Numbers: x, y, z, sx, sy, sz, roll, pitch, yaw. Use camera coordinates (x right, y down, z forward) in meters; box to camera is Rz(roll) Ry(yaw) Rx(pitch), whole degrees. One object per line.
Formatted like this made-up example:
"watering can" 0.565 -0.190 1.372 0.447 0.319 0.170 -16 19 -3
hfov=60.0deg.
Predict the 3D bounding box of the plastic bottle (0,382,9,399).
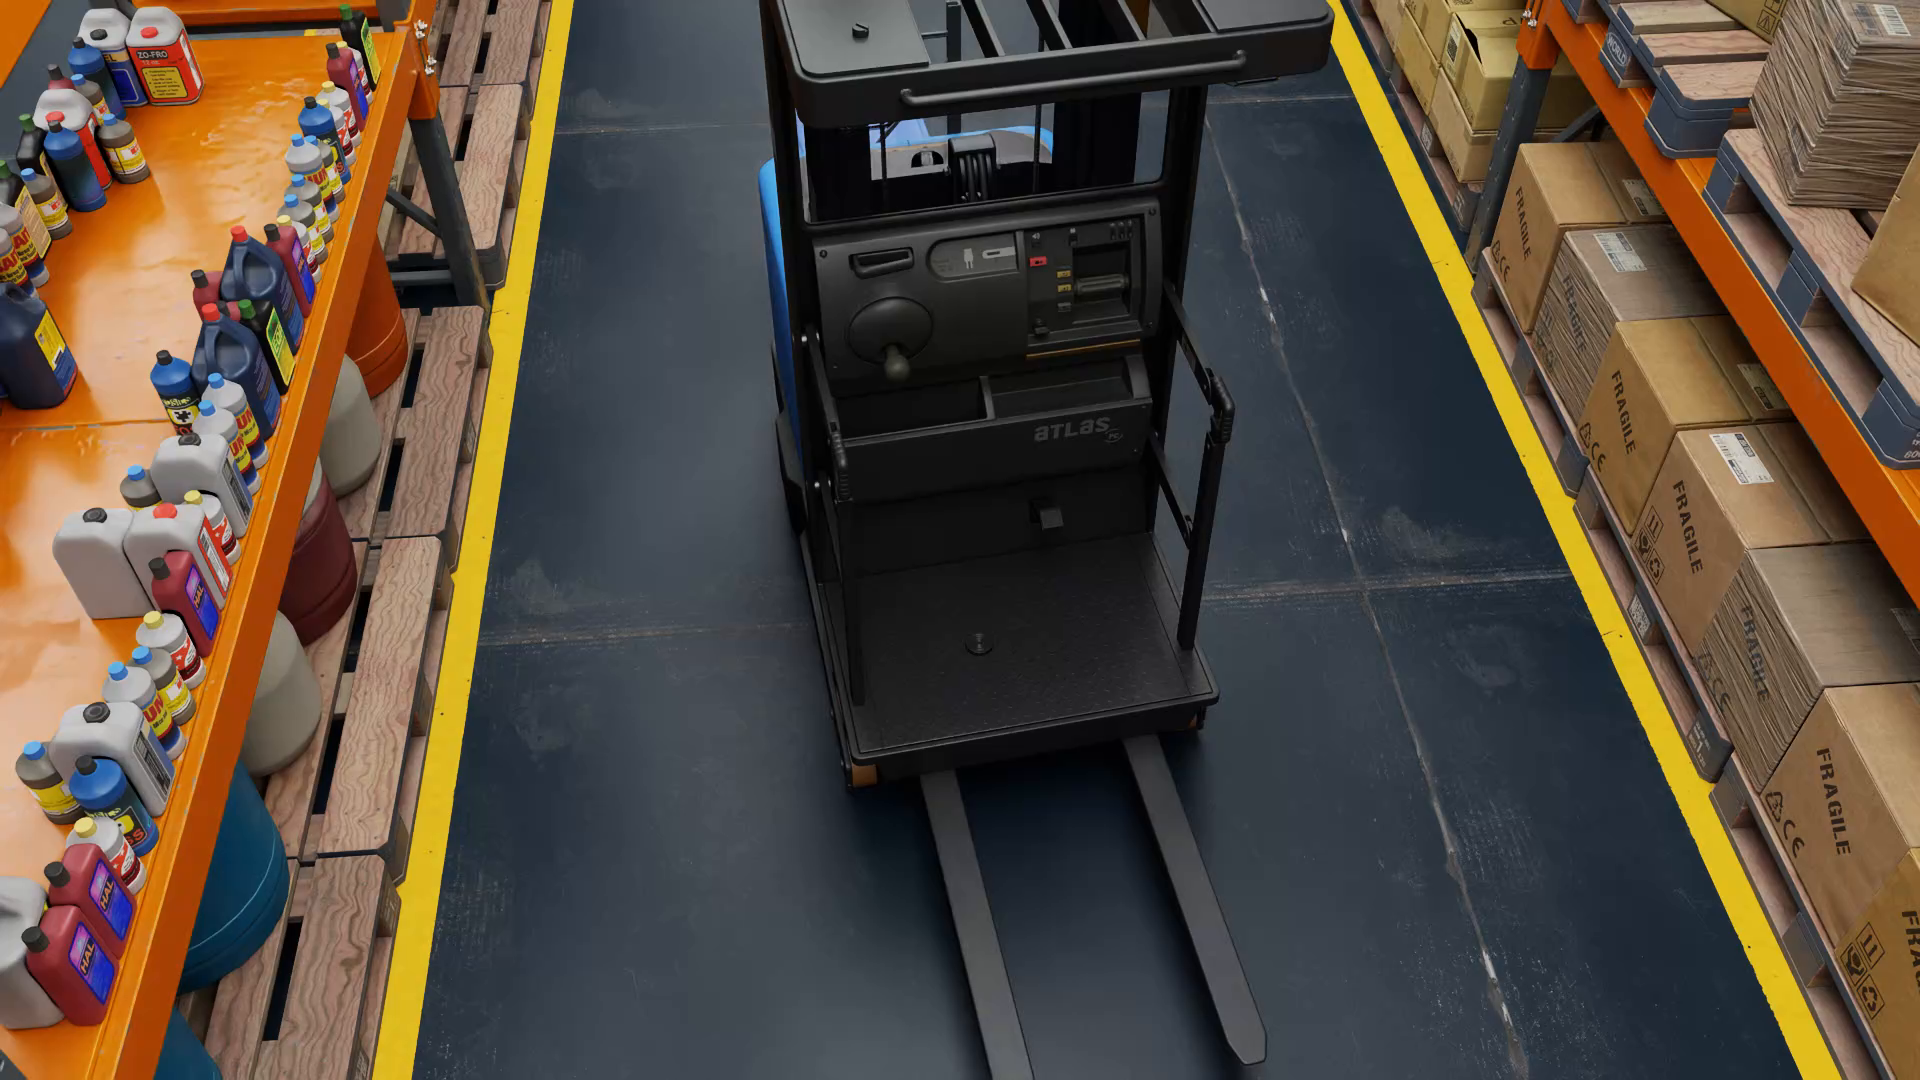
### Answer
"plastic bottle" -2.530 -0.502 4.245 0.152 0.276 0.135 -3 47 -3

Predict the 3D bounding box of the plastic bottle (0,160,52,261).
"plastic bottle" -2.623 -0.906 4.623 0.061 0.283 0.133 -3 47 -3

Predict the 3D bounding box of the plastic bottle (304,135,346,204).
"plastic bottle" -1.866 -1.083 4.846 0.097 0.201 0.097 0 47 0

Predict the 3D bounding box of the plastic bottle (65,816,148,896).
"plastic bottle" -1.670 0.612 3.242 0.097 0.201 0.097 0 47 0

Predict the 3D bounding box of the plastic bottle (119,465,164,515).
"plastic bottle" -1.904 -0.093 3.909 0.097 0.201 0.097 0 47 0

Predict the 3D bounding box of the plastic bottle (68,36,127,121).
"plastic bottle" -2.664 -1.418 5.116 0.097 0.271 0.097 0 47 0

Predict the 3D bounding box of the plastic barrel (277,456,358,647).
"plastic barrel" -2.208 -0.026 5.080 0.600 0.588 0.708 -3 47 -3

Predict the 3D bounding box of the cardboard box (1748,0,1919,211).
"cardboard box" 2.627 -1.236 4.496 0.700 0.500 0.500 4 47 4

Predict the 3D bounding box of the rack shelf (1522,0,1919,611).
"rack shelf" 2.743 -0.484 4.638 1.077 0.370 4.000 -3 47 -3

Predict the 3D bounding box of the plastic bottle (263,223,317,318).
"plastic bottle" -1.806 -0.747 4.472 0.061 0.283 0.133 -3 47 -3

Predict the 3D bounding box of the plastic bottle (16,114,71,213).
"plastic bottle" -2.642 -1.073 4.781 0.061 0.283 0.133 -3 47 -3

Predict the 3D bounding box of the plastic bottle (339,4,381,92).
"plastic bottle" -1.901 -1.574 5.255 0.061 0.283 0.133 -3 47 -3

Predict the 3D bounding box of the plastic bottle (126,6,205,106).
"plastic bottle" -2.495 -1.514 5.204 0.152 0.276 0.135 -3 47 -3

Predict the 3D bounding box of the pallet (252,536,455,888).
"pallet" -2.154 0.527 5.106 1.003 0.211 1.213 -3 47 -3

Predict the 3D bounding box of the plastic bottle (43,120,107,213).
"plastic bottle" -2.565 -1.087 4.802 0.097 0.271 0.097 0 47 0

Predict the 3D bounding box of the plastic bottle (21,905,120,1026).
"plastic bottle" -1.631 0.762 3.042 0.061 0.283 0.133 -3 47 -3

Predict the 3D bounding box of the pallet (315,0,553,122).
"pallet" -2.486 -2.365 7.845 1.003 0.211 1.213 -3 47 -3

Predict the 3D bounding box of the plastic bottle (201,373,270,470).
"plastic bottle" -1.772 -0.294 4.051 0.097 0.271 0.097 0 47 0

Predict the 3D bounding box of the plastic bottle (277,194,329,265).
"plastic bottle" -1.842 -0.871 4.646 0.097 0.201 0.097 0 47 0

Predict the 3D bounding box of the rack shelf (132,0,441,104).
"rack shelf" -2.528 -3.080 7.097 1.077 0.370 4.000 -3 47 -3

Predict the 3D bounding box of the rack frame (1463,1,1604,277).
"rack frame" 2.576 -2.179 5.748 1.000 3.000 0.127 -3 47 -3

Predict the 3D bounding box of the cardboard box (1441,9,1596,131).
"cardboard box" 2.287 -1.935 6.735 0.500 0.311 0.500 -2 47 -2

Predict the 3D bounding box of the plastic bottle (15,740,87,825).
"plastic bottle" -1.838 0.480 3.366 0.097 0.201 0.097 0 47 0

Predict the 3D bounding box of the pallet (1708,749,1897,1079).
"pallet" 2.805 1.088 4.574 1.003 0.211 1.213 -3 47 -3

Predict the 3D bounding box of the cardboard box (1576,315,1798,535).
"cardboard box" 2.416 -0.382 5.465 0.500 0.500 0.500 -4 47 -4

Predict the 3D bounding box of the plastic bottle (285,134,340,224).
"plastic bottle" -1.858 -1.036 4.754 0.097 0.271 0.097 0 47 0

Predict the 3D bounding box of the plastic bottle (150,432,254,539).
"plastic bottle" -1.782 -0.140 3.902 0.152 0.276 0.135 -3 47 -3

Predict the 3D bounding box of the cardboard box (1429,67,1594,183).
"cardboard box" 2.289 -1.744 6.940 0.500 0.250 0.500 -2 47 -2

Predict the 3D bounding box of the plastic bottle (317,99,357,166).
"plastic bottle" -1.883 -1.223 4.980 0.097 0.201 0.097 0 47 0

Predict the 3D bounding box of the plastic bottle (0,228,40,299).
"plastic bottle" -2.587 -0.749 4.482 0.097 0.271 0.097 0 47 0

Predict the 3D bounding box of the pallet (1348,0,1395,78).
"pallet" 2.447 -2.699 8.160 1.003 0.211 1.213 -3 47 -3

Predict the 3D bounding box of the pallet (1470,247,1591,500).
"pallet" 2.601 -0.678 6.246 1.003 0.211 1.213 -3 47 -3

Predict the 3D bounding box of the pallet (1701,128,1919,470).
"pallet" 2.743 -0.706 4.485 1.003 0.211 1.213 -3 47 -3

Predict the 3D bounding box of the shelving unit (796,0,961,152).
"shelving unit" -0.351 -1.527 6.164 0.538 1.500 1.048 -9 47 -8

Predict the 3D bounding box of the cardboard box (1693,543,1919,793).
"cardboard box" 2.509 0.363 4.759 0.500 0.500 0.500 -3 47 -3

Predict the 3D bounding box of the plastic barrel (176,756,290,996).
"plastic barrel" -2.113 0.684 4.193 0.600 0.901 0.708 -3 47 -3

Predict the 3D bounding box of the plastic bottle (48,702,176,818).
"plastic bottle" -1.715 0.433 3.359 0.152 0.276 0.135 -3 47 -3

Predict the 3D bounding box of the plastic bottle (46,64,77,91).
"plastic bottle" -2.664 -1.267 4.964 0.061 0.283 0.133 -3 47 -3

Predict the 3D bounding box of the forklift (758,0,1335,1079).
"forklift" 0.131 -0.564 4.265 1.130 2.935 3.031 -9 47 -8

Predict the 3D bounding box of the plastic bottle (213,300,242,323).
"plastic bottle" -1.840 -0.513 4.250 0.061 0.283 0.133 -3 47 -3

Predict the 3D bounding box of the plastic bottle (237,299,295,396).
"plastic bottle" -1.779 -0.516 4.254 0.061 0.283 0.133 -3 47 -3

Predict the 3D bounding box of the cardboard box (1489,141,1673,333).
"cardboard box" 2.329 -1.124 6.167 0.500 0.500 0.500 -2 47 -2

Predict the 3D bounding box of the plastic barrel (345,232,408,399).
"plastic barrel" -2.303 -0.926 5.766 0.600 0.830 0.708 -3 47 -3

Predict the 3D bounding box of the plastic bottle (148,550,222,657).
"plastic bottle" -1.706 0.120 3.651 0.061 0.283 0.133 -3 47 -3

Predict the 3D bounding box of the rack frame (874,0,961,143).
"rack frame" -0.245 -1.167 5.822 0.500 1.500 0.032 -9 47 -8

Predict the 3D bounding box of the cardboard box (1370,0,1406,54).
"cardboard box" 2.203 -2.480 7.638 0.500 0.250 0.500 -3 47 -2

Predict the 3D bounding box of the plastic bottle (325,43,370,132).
"plastic bottle" -1.882 -1.407 5.097 0.061 0.283 0.133 -3 47 -3

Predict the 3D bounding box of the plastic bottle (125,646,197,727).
"plastic bottle" -1.706 0.303 3.534 0.097 0.201 0.097 0 47 0

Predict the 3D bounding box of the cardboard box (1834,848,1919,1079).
"cardboard box" 2.584 1.084 4.076 0.500 0.500 0.500 -4 47 -4
